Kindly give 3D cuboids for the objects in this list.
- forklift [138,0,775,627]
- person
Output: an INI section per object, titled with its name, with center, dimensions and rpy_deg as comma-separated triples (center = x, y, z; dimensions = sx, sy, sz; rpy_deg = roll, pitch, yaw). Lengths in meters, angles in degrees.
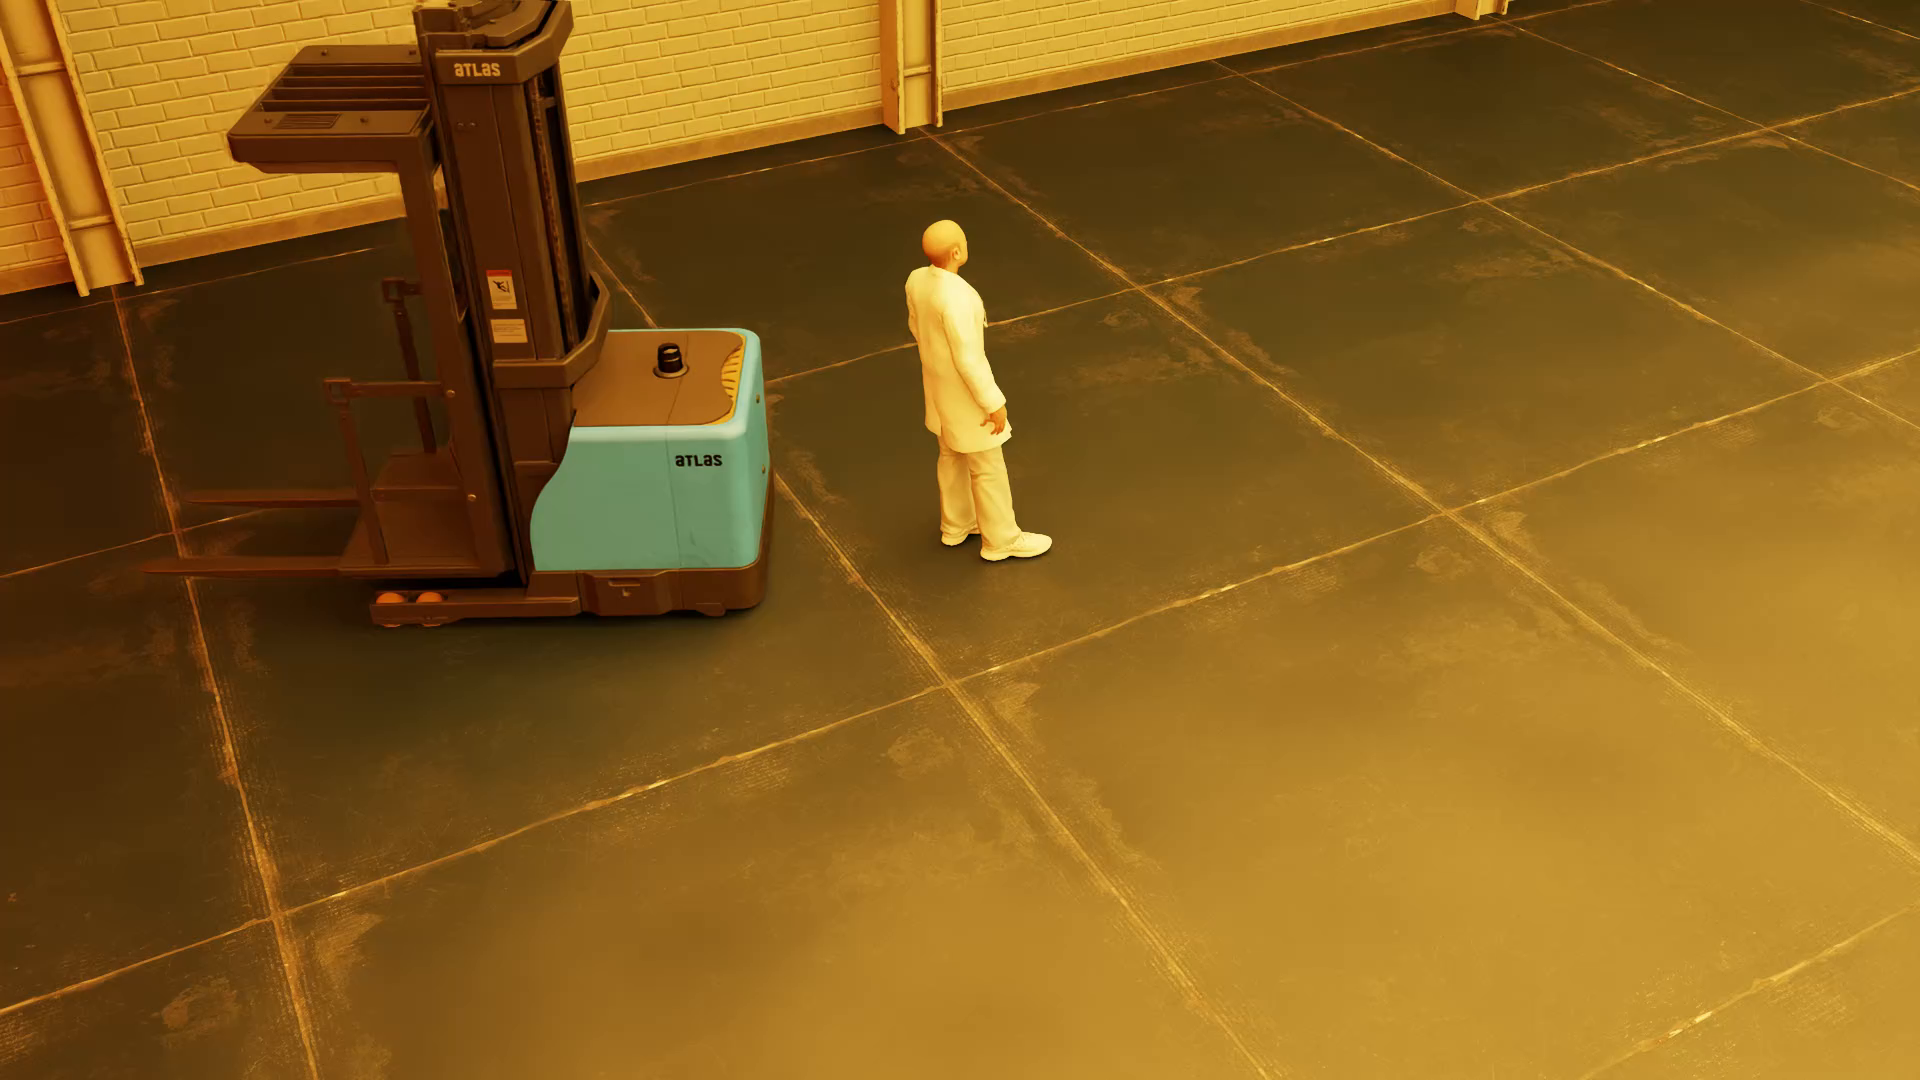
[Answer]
[forklift]
center = -2.487, -1.084, 7.657
dimensions = 3.031, 2.935, 1.130
rpy_deg = -1, 35, -1
[person]
center = 0.082, -0.755, 8.177
dimensions = 0.580, 1.777, 0.698
rpy_deg = -17, 39, -23
